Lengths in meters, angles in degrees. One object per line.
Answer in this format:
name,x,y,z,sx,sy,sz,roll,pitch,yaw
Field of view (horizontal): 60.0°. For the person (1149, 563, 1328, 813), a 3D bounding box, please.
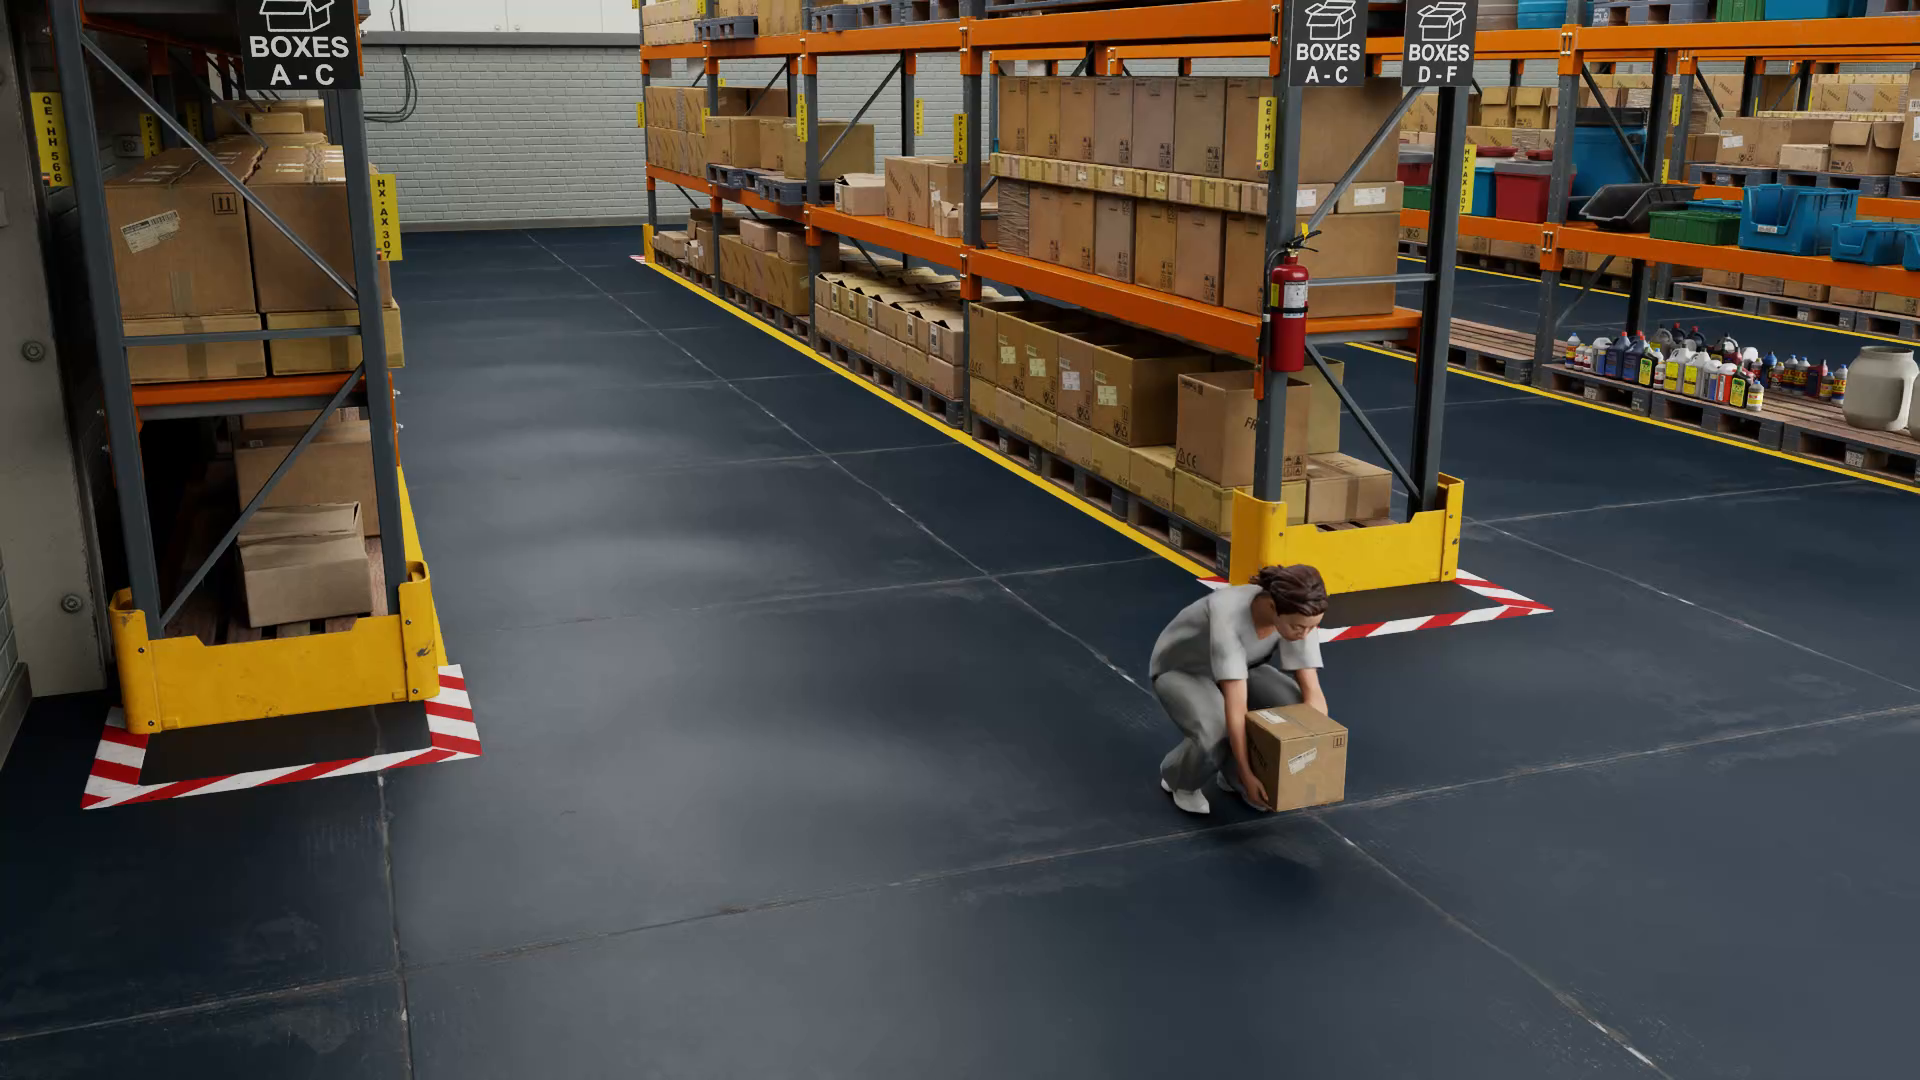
person,0.963,0.484,5.653,0.465,0.955,0.804,-6,17,-21
